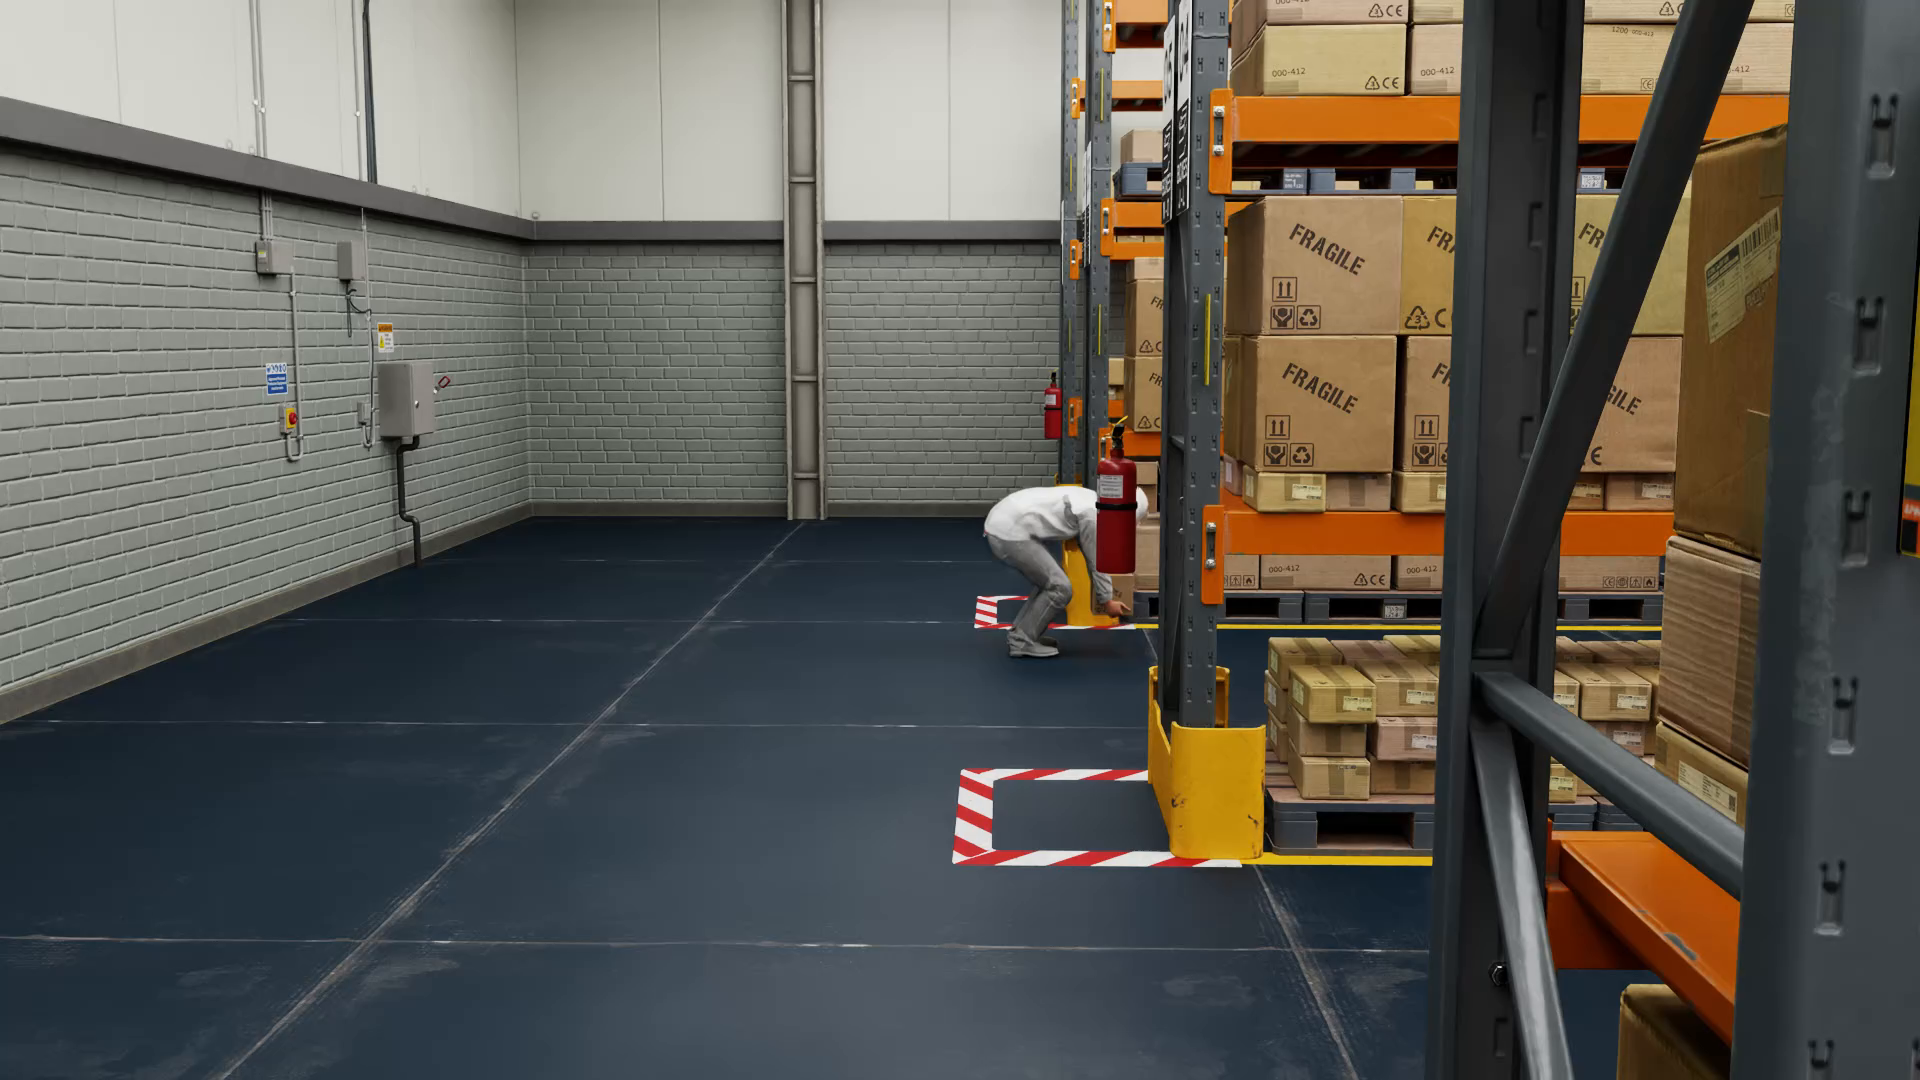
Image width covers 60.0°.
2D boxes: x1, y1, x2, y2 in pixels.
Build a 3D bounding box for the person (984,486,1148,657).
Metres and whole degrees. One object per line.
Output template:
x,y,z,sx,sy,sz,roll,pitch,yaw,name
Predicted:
0.649,0.179,10.196,0.999,1.036,0.512,0,7,-2,person
